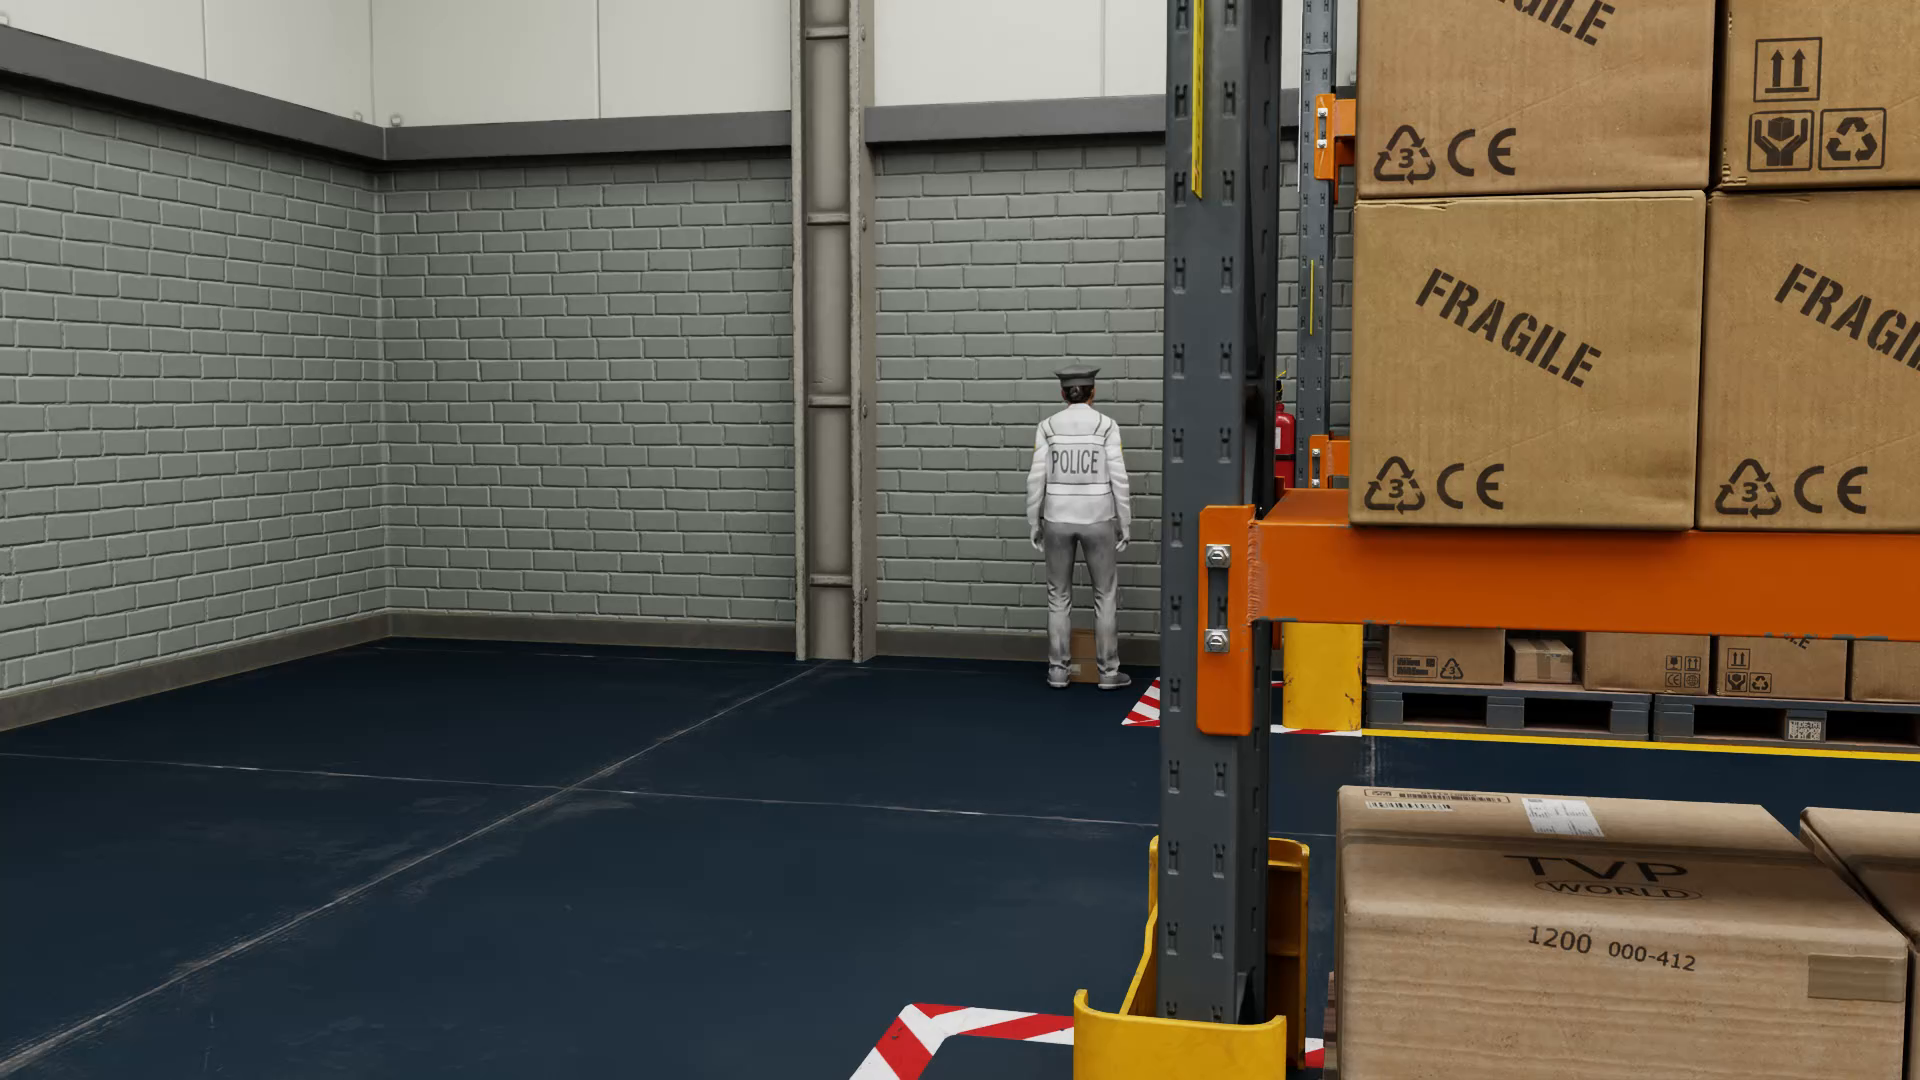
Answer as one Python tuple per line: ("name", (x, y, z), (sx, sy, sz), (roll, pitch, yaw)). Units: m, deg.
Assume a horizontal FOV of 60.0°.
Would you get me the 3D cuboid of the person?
("person", (0.612, -0.068, 8.547), (0.537, 1.663, 0.378), (1, 5, 12))
